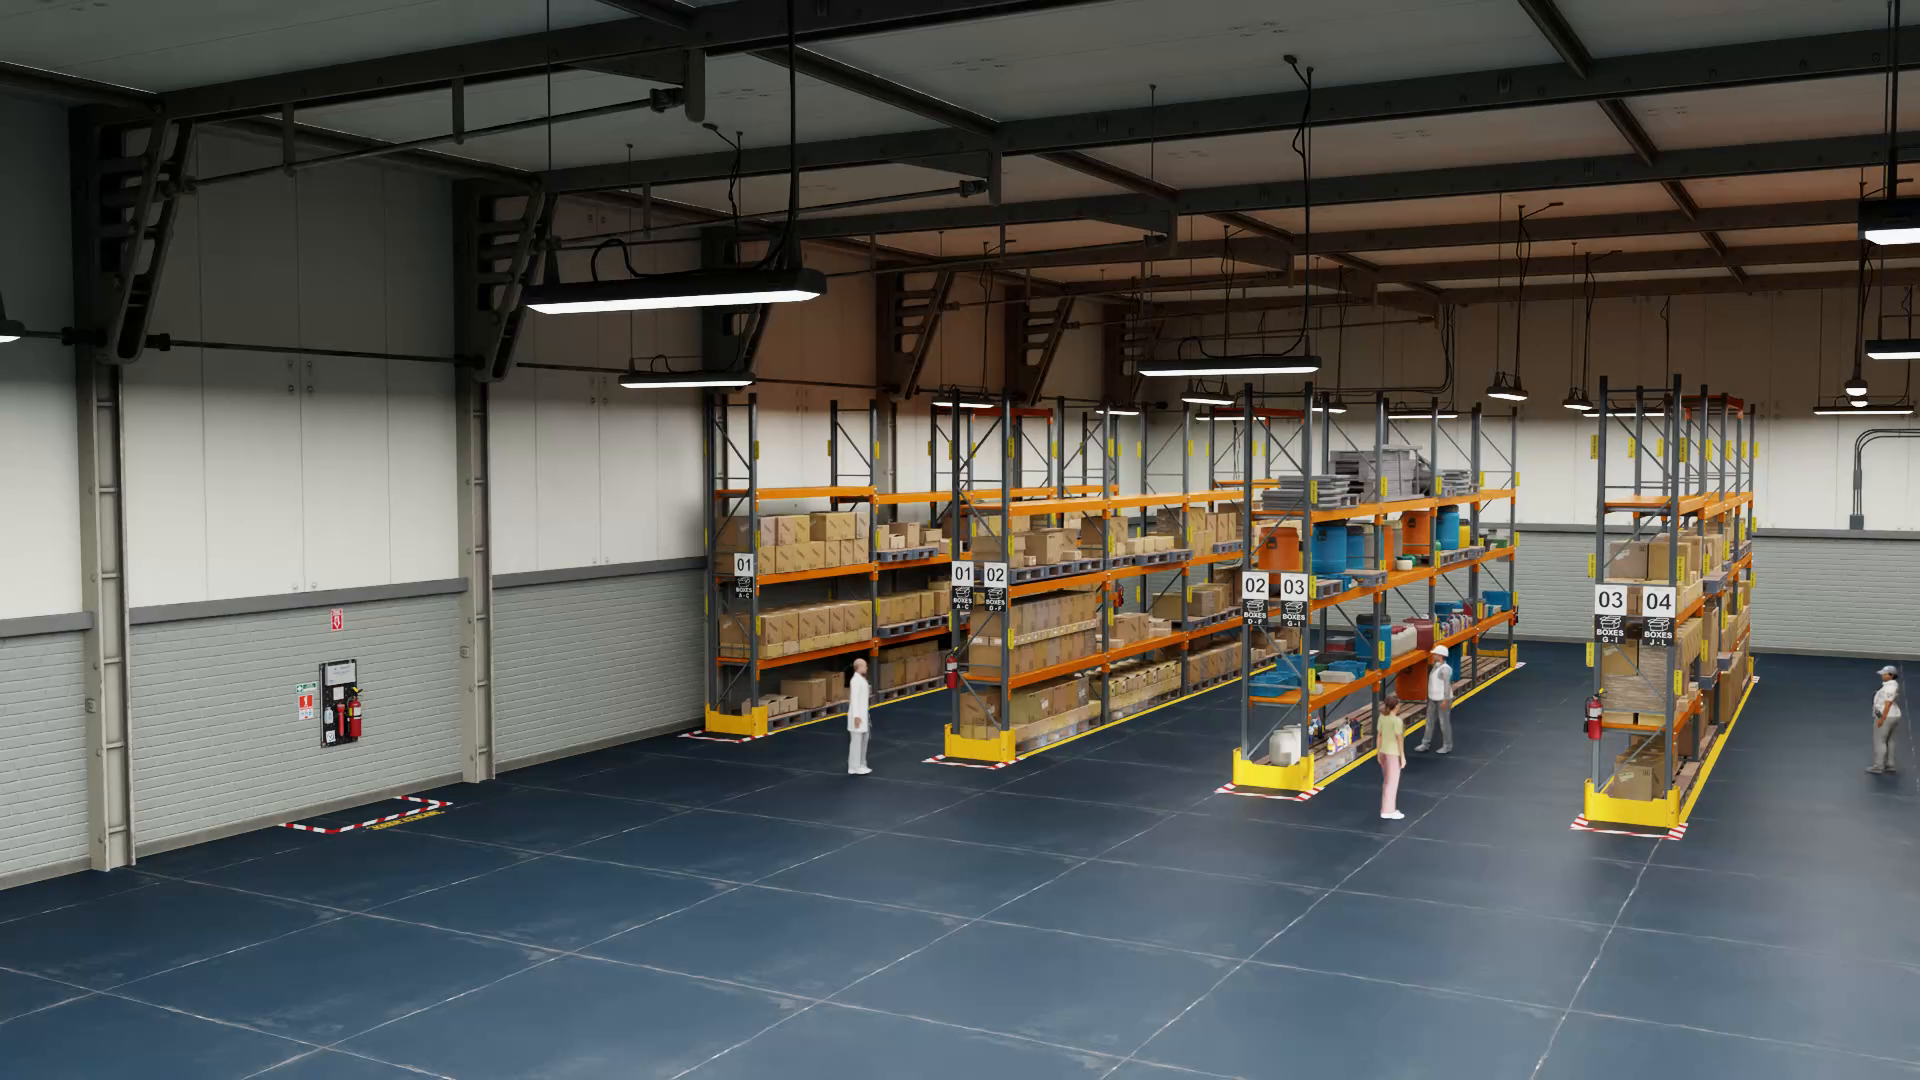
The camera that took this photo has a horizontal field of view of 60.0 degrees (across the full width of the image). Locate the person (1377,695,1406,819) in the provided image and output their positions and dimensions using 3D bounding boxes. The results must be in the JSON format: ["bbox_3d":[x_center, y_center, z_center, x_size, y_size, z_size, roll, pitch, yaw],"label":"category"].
[{"bbox_3d":[5.936,3.037,22.647,0.483,1.523,0.508,-1,3,-22],"label":"person"}]

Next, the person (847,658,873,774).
[{"bbox_3d":[-1.548,2.750,25.759,0.380,1.832,0.691,0,3,3],"label":"person"}]

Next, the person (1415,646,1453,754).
[{"bbox_3d":[7.875,2.639,27.527,0.575,1.785,0.572,-1,3,-9],"label":"person"}]

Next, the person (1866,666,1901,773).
[{"bbox_3d":[14.356,2.781,25.823,0.557,1.670,0.404,-3,4,-43],"label":"person"}]
